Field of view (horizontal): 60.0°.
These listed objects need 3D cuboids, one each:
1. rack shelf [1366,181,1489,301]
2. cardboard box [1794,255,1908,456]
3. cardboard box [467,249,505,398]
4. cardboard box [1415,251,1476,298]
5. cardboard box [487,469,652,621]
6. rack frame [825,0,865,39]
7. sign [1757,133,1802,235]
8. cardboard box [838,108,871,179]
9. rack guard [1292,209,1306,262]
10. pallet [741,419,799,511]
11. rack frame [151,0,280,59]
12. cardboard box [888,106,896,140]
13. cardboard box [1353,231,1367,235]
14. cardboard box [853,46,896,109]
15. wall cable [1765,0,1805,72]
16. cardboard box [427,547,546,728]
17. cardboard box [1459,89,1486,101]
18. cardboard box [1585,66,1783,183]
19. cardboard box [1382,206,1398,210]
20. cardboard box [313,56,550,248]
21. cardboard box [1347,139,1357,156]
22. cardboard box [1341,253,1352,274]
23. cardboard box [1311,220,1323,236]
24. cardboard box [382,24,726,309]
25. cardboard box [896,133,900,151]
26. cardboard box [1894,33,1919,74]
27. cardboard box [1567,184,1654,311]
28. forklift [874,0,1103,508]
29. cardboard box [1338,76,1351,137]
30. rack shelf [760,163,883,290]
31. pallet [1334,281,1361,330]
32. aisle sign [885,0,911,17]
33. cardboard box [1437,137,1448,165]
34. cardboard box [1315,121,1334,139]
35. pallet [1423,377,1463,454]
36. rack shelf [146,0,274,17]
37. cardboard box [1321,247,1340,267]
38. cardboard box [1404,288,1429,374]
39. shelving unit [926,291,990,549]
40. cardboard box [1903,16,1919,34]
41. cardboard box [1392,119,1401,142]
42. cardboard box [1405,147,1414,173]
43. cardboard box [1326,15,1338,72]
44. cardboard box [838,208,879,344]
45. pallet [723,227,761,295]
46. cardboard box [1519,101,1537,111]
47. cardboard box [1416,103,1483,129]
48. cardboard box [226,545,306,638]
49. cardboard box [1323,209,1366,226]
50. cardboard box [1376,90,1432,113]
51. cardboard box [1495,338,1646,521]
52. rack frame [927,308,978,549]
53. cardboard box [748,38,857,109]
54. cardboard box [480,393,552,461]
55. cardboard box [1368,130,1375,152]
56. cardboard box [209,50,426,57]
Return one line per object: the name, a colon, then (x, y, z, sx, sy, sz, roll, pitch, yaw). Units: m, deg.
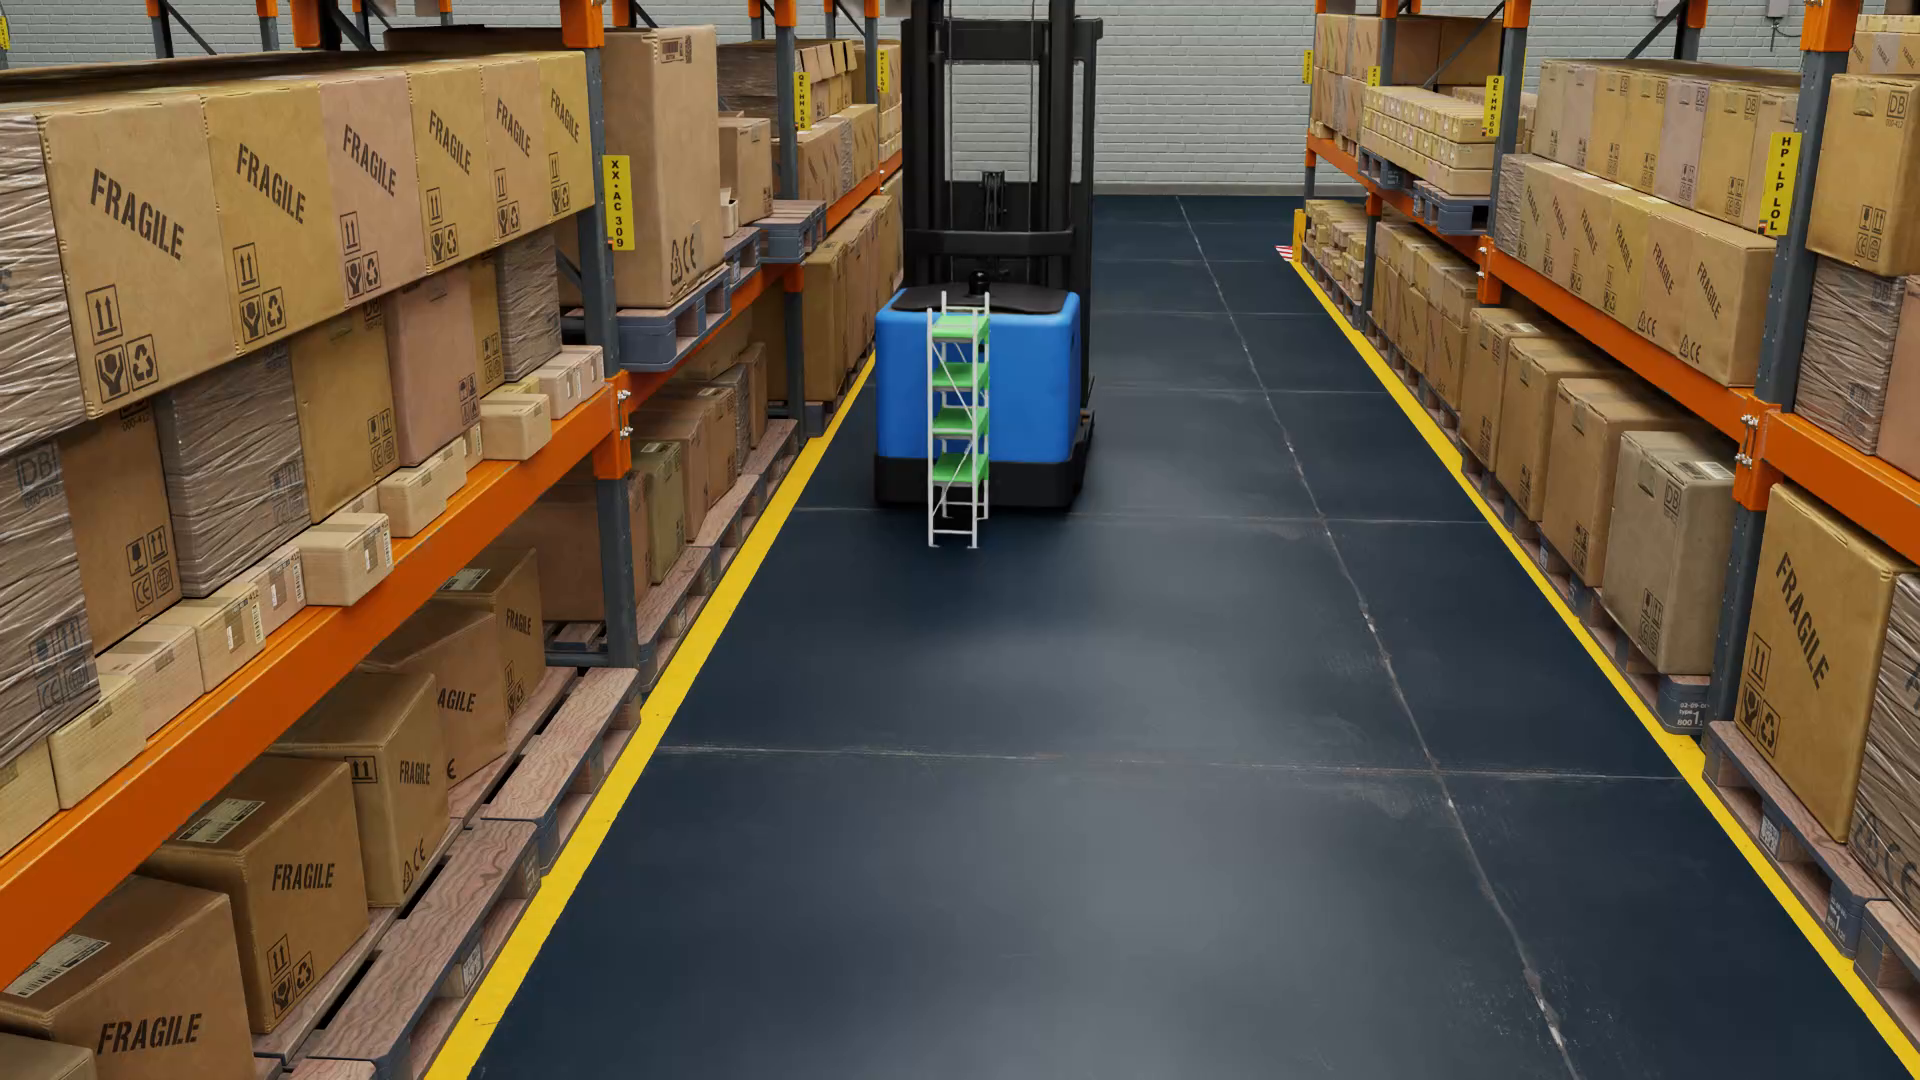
rack shelf: (3.633, -2.154, 11.334, 1.077, 0.370, 4.000, 1, 18, 4)
cardboard box: (3.189, -0.589, 5.161, 0.875, 0.550, 0.550, 1, 18, 4)
cardboard box: (-1.902, -0.670, 5.013, 0.875, 0.500, 0.500, 1, 18, 4)
cardboard box: (3.355, -1.775, 11.160, 0.500, 0.250, 0.500, 2, 18, 5)
cardboard box: (-1.671, 0.014, 6.870, 0.700, 0.500, 0.500, 0, 18, 0)
rack frame: (-0.876, -4.501, 17.343, 1.000, 3.000, 0.127, 1, 18, 4)
sign: (2.661, -1.154, 5.395, 0.100, 0.325, 0.005, 1, 18, 4)
cardboard box: (-0.967, -3.002, 12.606, 0.500, 0.500, 0.500, 2, 18, 6)
rack guard: (4.058, -3.148, 17.227, 1.175, 0.500, 0.348, 1, 18, 4)
pallet: (-1.507, -0.449, 9.454, 1.003, 0.211, 1.213, 1, 18, 4)
rack frame: (-6.103, -3.370, 13.889, 1.000, 3.000, 0.127, 1, 18, 4)
cardboard box: (-0.828, -3.623, 14.427, 0.500, 0.250, 0.500, 1, 18, 4)
cardboard box: (3.629, -2.597, 14.481, 0.380, 0.149, 0.250, 2, 18, 6)
cardboard box: (-0.831, -3.981, 14.315, 0.500, 0.500, 0.500, 1, 18, 4)
wall cable: (10.805, -6.487, 21.770, 0.588, 1.984, 0.122, 1, 18, 4)
cardboard box: (-1.805, 0.337, 5.916, 0.500, 0.500, 0.500, 1, 18, 2)
cardboard box: (3.924, -3.267, 12.351, 0.380, 0.149, 0.250, 1, 18, 2)
cardboard box: (3.378, -1.942, 7.765, 0.700, 0.500, 0.500, 1, 18, 3)
cardboard box: (4.311, -3.157, 16.188, 0.380, 0.149, 0.250, 1, 18, 3)
cardboard box: (-1.529, -1.137, 4.832, 0.500, 0.500, 0.500, 1, 18, 4)
cardboard box: (3.585, -3.420, 14.447, 0.380, 0.149, 0.250, 1, 18, 2)
cardboard box: (3.491, -2.376, 14.283, 0.380, 0.149, 0.250, 1, 18, 2)
cardboard box: (3.694, -3.105, 16.507, 0.380, 0.149, 0.250, 1, 18, 4)
cardboard box: (-1.540, -1.503, 6.554, 1.000, 1.000, 1.000, 1, 18, 4)
cardboard box: (-0.738, -3.549, 14.839, 0.380, 0.149, 0.250, 1, 18, 3)
cardboard box: (8.596, -4.184, 14.610, 0.500, 0.500, 0.500, 1, 18, 4)
cardboard box: (3.080, -1.319, 7.472, 0.500, 0.500, 0.500, 1, 18, 3)
forklift: (0.247, -1.979, 9.754, 1.130, 2.935, 3.031, 2, 18, 7)
cardboard box: (3.605, -3.778, 14.497, 0.500, 0.500, 0.500, 1, 18, 4)
rack shelf: (-1.307, -2.296, 11.768, 1.077, 0.370, 4.000, 1, 18, 4)
pallet: (3.790, -2.001, 14.191, 1.003, 0.211, 1.213, 1, 18, 4)
aisle sign: (-0.572, -5.752, 16.986, 0.394, 0.787, 0.004, 1, 18, 4)
cardboard box: (3.089, -2.343, 10.006, 0.380, 0.149, 0.250, 2, 18, 6)
cardboard box: (3.664, -3.984, 16.168, 0.380, 0.149, 0.250, 1, 18, 2)
pallet: (3.548, -0.792, 10.501, 1.003, 0.211, 1.213, 1, 18, 4)
rack shelf: (-6.247, -3.832, 11.638, 1.077, 0.370, 4.000, 1, 18, 4)
cardboard box: (3.603, -2.654, 15.610, 0.380, 0.149, 0.250, 0, 18, 1)
cardboard box: (3.339, -1.422, 11.286, 0.500, 0.500, 0.500, 0, 18, 1)
shelving unit: (-0.005, -0.607, 8.349, 0.258, 1.200, 0.503, 2, 18, 7)
cardboard box: (8.553, -4.526, 14.611, 0.380, 0.149, 0.250, 1, 18, 3)
cardboard box: (3.201, -2.819, 11.459, 0.380, 0.149, 0.250, 1, 18, 3)
cardboard box: (3.164, -2.516, 11.015, 0.380, 0.149, 0.250, 2, 18, 6)
cardboard box: (3.677, -4.572, 15.314, 0.500, 0.500, 0.500, 1, 18, 3)
cardboard box: (-1.252, -1.972, 12.362, 1.225, 0.875, 0.875, 1, 18, 2)
pallet: (-1.551, -1.310, 7.911, 1.003, 0.211, 1.213, 1, 18, 4)
cardboard box: (3.809, -2.785, 10.878, 0.380, 0.149, 0.250, 2, 18, 6)
cardboard box: (3.146, -2.717, 10.671, 0.380, 0.149, 0.250, 1, 18, 4)
cardboard box: (-1.682, 0.116, 3.656, 0.380, 0.149, 0.250, 1, 18, 4)
cardboard box: (3.706, -3.089, 15.981, 0.380, 0.149, 0.250, 0, 18, 1)
cardboard box: (3.255, -3.201, 12.150, 0.380, 0.149, 0.250, 1, 18, 4)
cardboard box: (3.297, -0.546, 8.212, 1.050, 0.750, 0.750, 2, 18, 5)
rack frame: (-0.036, -0.532, 8.119, 0.240, 1.200, 0.015, 2, 18, 7)
cardboard box: (-1.201, -3.585, 12.774, 0.797, 0.503, 0.637, 1, 18, 2)
cardboard box: (-1.471, -0.348, 5.071, 0.380, 0.149, 0.250, 1, 18, 4)
cardboard box: (3.276, -2.999, 12.486, 0.380, 0.149, 0.250, 2, 18, 5)
cardboard box: (-2.022, -1.304, 5.342, 0.500, 0.500, 0.500, 1, 18, 4)
